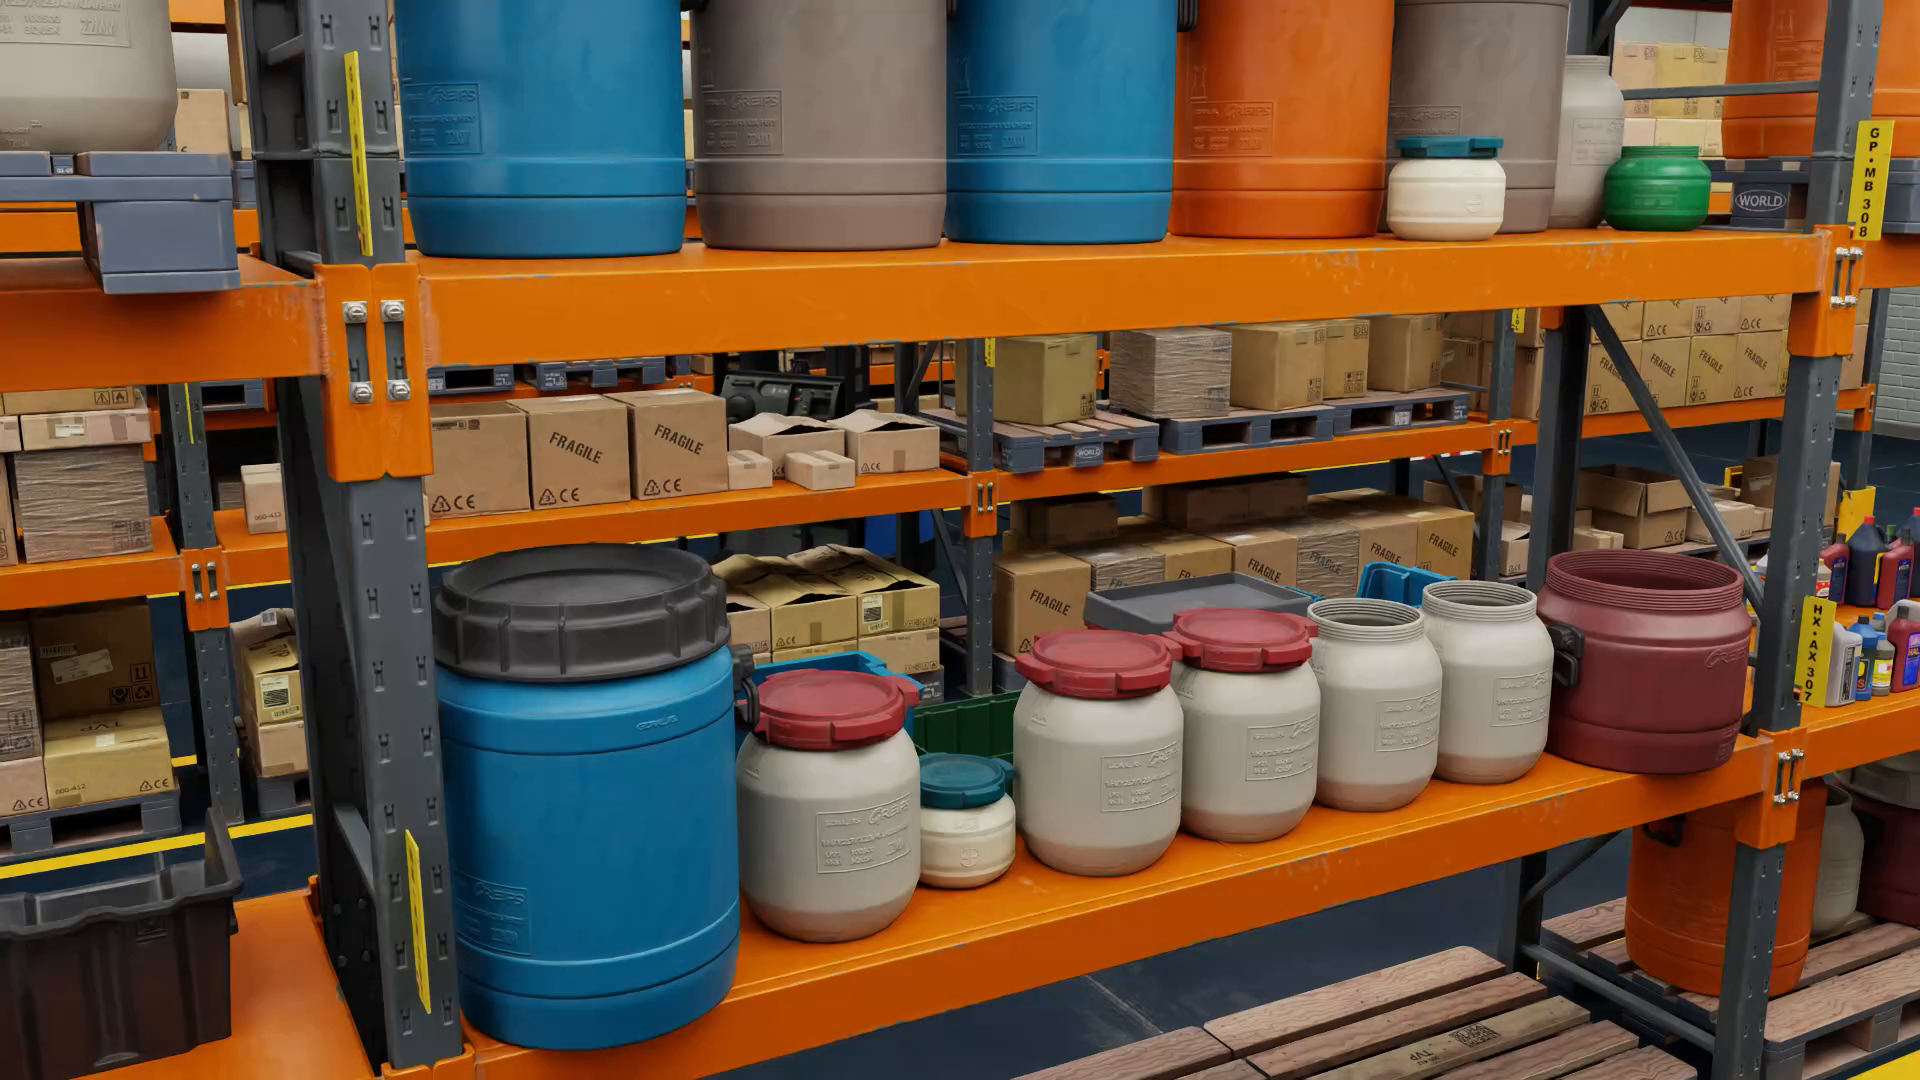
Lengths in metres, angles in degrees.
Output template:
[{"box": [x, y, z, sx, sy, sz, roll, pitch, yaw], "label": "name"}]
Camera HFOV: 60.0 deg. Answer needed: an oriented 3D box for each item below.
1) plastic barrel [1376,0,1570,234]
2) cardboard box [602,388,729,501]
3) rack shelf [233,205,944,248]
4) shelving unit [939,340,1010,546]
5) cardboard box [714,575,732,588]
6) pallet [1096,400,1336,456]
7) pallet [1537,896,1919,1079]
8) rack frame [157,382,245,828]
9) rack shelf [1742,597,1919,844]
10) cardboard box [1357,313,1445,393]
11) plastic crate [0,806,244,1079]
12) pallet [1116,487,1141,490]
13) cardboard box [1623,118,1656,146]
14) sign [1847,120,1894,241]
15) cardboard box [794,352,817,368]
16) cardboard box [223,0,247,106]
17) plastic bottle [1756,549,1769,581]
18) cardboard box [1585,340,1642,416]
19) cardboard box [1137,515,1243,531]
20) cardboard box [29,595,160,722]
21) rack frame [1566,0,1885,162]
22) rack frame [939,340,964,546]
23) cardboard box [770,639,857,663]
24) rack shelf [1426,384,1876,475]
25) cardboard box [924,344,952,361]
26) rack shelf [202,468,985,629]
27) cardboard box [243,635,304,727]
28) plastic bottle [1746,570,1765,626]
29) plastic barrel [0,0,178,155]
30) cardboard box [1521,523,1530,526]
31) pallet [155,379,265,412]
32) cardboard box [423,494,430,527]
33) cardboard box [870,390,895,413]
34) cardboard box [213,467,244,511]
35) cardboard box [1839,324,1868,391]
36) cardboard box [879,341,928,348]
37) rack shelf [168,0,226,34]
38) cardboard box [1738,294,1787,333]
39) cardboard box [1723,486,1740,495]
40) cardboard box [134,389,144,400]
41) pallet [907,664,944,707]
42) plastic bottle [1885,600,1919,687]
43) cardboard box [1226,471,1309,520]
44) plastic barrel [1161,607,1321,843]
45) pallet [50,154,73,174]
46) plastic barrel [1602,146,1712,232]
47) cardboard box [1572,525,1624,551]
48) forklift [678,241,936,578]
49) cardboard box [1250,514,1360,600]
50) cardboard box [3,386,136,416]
[{"box": [1.440, -1.358, 4.837, 0.600, 0.901, 0.600, 0, 13, 0], "label": "plastic barrel"}, {"box": [-1.570, -0.519, 8.854, 0.500, 0.500, 0.500, -8, 15, -31], "label": "cardboard box"}, {"box": [-1.861, -1.551, 8.478, 4.000, 0.370, 1.077, -7, 14, -28], "label": "rack shelf"}, {"box": [0.145, -1.042, 13.456, 0.503, 2.100, 0.431, -7, 14, -28], "label": "shelving unit"}, {"box": [-1.611, 0.322, 9.375, 0.500, 0.311, 0.500, -7, 15, -29], "label": "cardboard box"}, {"box": [1.600, -0.761, 10.597, 1.213, 0.211, 1.003, -7, 14, -28], "label": "pallet"}, {"box": [2.937, 1.575, 6.130, 1.213, 0.211, 1.003, -7, 14, -28], "label": "pallet"}, {"box": [-3.616, -0.229, 7.793, 0.127, 3.000, 1.000, -7, 14, -28], "label": "rack frame"}, {"box": [4.020, 0.446, 6.434, 4.000, 0.370, 1.077, -7, 14, -28], "label": "rack shelf"}, {"box": [2.883, -1.317, 11.446, 0.700, 0.500, 0.500, 11, 17, 41], "label": "cardboard box"}, {"box": [-1.766, 0.787, 3.421, 0.504, 0.338, 0.767, -7, 14, -28], "label": "plastic crate"}, {"box": [1.734, -0.729, 16.368, 1.213, 0.211, 1.003, -7, 14, -28], "label": "pallet"}, {"box": [4.390, -2.761, 11.415, 0.500, 0.250, 0.500, -7, 14, -28], "label": "cardboard box"}, {"box": [2.535, -1.002, 4.634, 0.005, 0.325, 0.100, -7, 14, -28], "label": "sign"}, {"box": [-1.421, -1.568, 14.269, 0.250, 0.149, 0.380, -7, 14, -28], "label": "cardboard box"}, {"box": [-3.056, -2.247, 7.606, 0.500, 0.500, 0.500, -7, 14, -27], "label": "cardboard box"}, {"box": [3.070, 0.170, 6.316, 0.097, 0.271, 0.097, 0, 13, 0], "label": "plastic bottle"}, {"box": [4.432, -1.175, 11.769, 0.500, 0.500, 0.500, -7, 14, -27], "label": "cardboard box"}, {"box": [1.515, 0.101, 11.020, 0.500, 0.500, 0.500, -7, 15, -30], "label": "cardboard box"}, {"box": [-4.173, 0.531, 8.018, 0.500, 0.500, 0.500, -7, 14, -28], "label": "cardboard box"}, {"box": [2.265, -2.621, 4.761, 0.127, 3.000, 1.000, -7, 14, -28], "label": "rack frame"}, {"box": [-0.069, -1.016, 13.342, 0.015, 2.100, 0.400, -7, 14, -28], "label": "rack frame"}, {"box": [-0.901, 0.644, 9.220, 0.500, 0.250, 0.500, -7, 14, -29], "label": "cardboard box"}, {"box": [5.161, -0.930, 12.547, 4.000, 0.370, 1.077, -7, 14, -28], "label": "rack shelf"}, {"box": [-0.268, -1.696, 14.842, 0.250, 0.149, 0.380, -7, 15, -29], "label": "cardboard box"}, {"box": [-1.861, -0.088, 8.807, 4.000, 0.370, 1.077, -7, 14, -28], "label": "rack shelf"}, {"box": [-3.134, 0.639, 7.967, 0.500, 0.311, 0.500, -7, 14, -28], "label": "cardboard box"}, {"box": [2.985, 0.214, 6.279, 0.097, 0.201, 0.097, 0, 13, 0], "label": "plastic bottle"}, {"box": [-1.718, -0.989, 3.129, 0.421, 0.512, 0.421, 0, 13, 0], "label": "plastic barrel"}, {"box": [4.070, -0.060, 12.533, 0.250, 0.149, 0.380, -7, 14, -28], "label": "cardboard box"}, {"box": [-5.252, -1.142, 12.287, 1.213, 0.211, 1.003, -7, 14, -28], "label": "pallet"}, {"box": [-2.740, -0.160, 8.060, 0.250, 0.149, 0.380, -7, 14, -28], "label": "cardboard box"}, {"box": [-1.002, -0.903, 14.729, 0.750, 0.750, 0.750, -7, 14, -28], "label": "cardboard box"}, {"box": [-5.355, -0.259, 12.618, 0.500, 0.500, 0.700, -6, 14, -26], "label": "cardboard box"}, {"box": [6.654, -1.440, 12.949, 0.500, 0.500, 0.500, -6, 14, -26], "label": "cardboard box"}, {"box": [-0.579, -1.971, 14.583, 0.500, 0.500, 0.500, -6, 14, -26], "label": "cardboard box"}, {"box": [-4.237, -3.774, 12.433, 4.000, 0.370, 1.077, -7, 14, -28], "label": "rack shelf"}, {"box": [5.762, -1.819, 12.355, 0.500, 0.500, 0.500, -6, 14, -26], "label": "cardboard box"}, {"box": [6.385, -0.337, 13.766, 0.250, 0.149, 0.380, -7, 14, -28], "label": "cardboard box"}, {"box": [-3.945, -0.603, 7.751, 0.250, 0.149, 0.380, -7, 14, -28], "label": "cardboard box"}, {"box": [-0.846, 0.790, 9.618, 1.213, 0.211, 1.003, -7, 14, -28], "label": "pallet"}, {"box": [3.206, 0.334, 5.575, 0.135, 0.276, 0.152, -7, 14, -28], "label": "plastic bottle"}, {"box": [1.987, -0.322, 11.192, 0.500, 0.250, 0.500, -7, 14, -28], "label": "cardboard box"}, {"box": [0.723, 0.479, 4.340, 0.433, 0.535, 0.433, 0, 13, 0], "label": "plastic barrel"}, {"box": [-4.352, -1.554, 7.053, 1.213, 0.211, 1.003, -7, 14, -28], "label": "pallet"}, {"box": [2.073, -1.046, 4.948, 0.294, 0.245, 0.294, 0, 13, 0], "label": "plastic barrel"}, {"box": [4.632, 0.002, 12.220, 0.250, 0.166, 0.380, -7, 14, -28], "label": "cardboard box"}, {"box": [-1.314, -0.921, 11.026, 1.130, 2.935, 3.031, 7, 14, 27], "label": "forklift"}, {"box": [2.232, 0.145, 10.825, 0.500, 0.500, 0.500, -7, 14, -27], "label": "cardboard box"}, {"box": [-4.002, -0.862, 7.427, 0.500, 0.500, 0.700, -7, 14, -28], "label": "cardboard box"}]
